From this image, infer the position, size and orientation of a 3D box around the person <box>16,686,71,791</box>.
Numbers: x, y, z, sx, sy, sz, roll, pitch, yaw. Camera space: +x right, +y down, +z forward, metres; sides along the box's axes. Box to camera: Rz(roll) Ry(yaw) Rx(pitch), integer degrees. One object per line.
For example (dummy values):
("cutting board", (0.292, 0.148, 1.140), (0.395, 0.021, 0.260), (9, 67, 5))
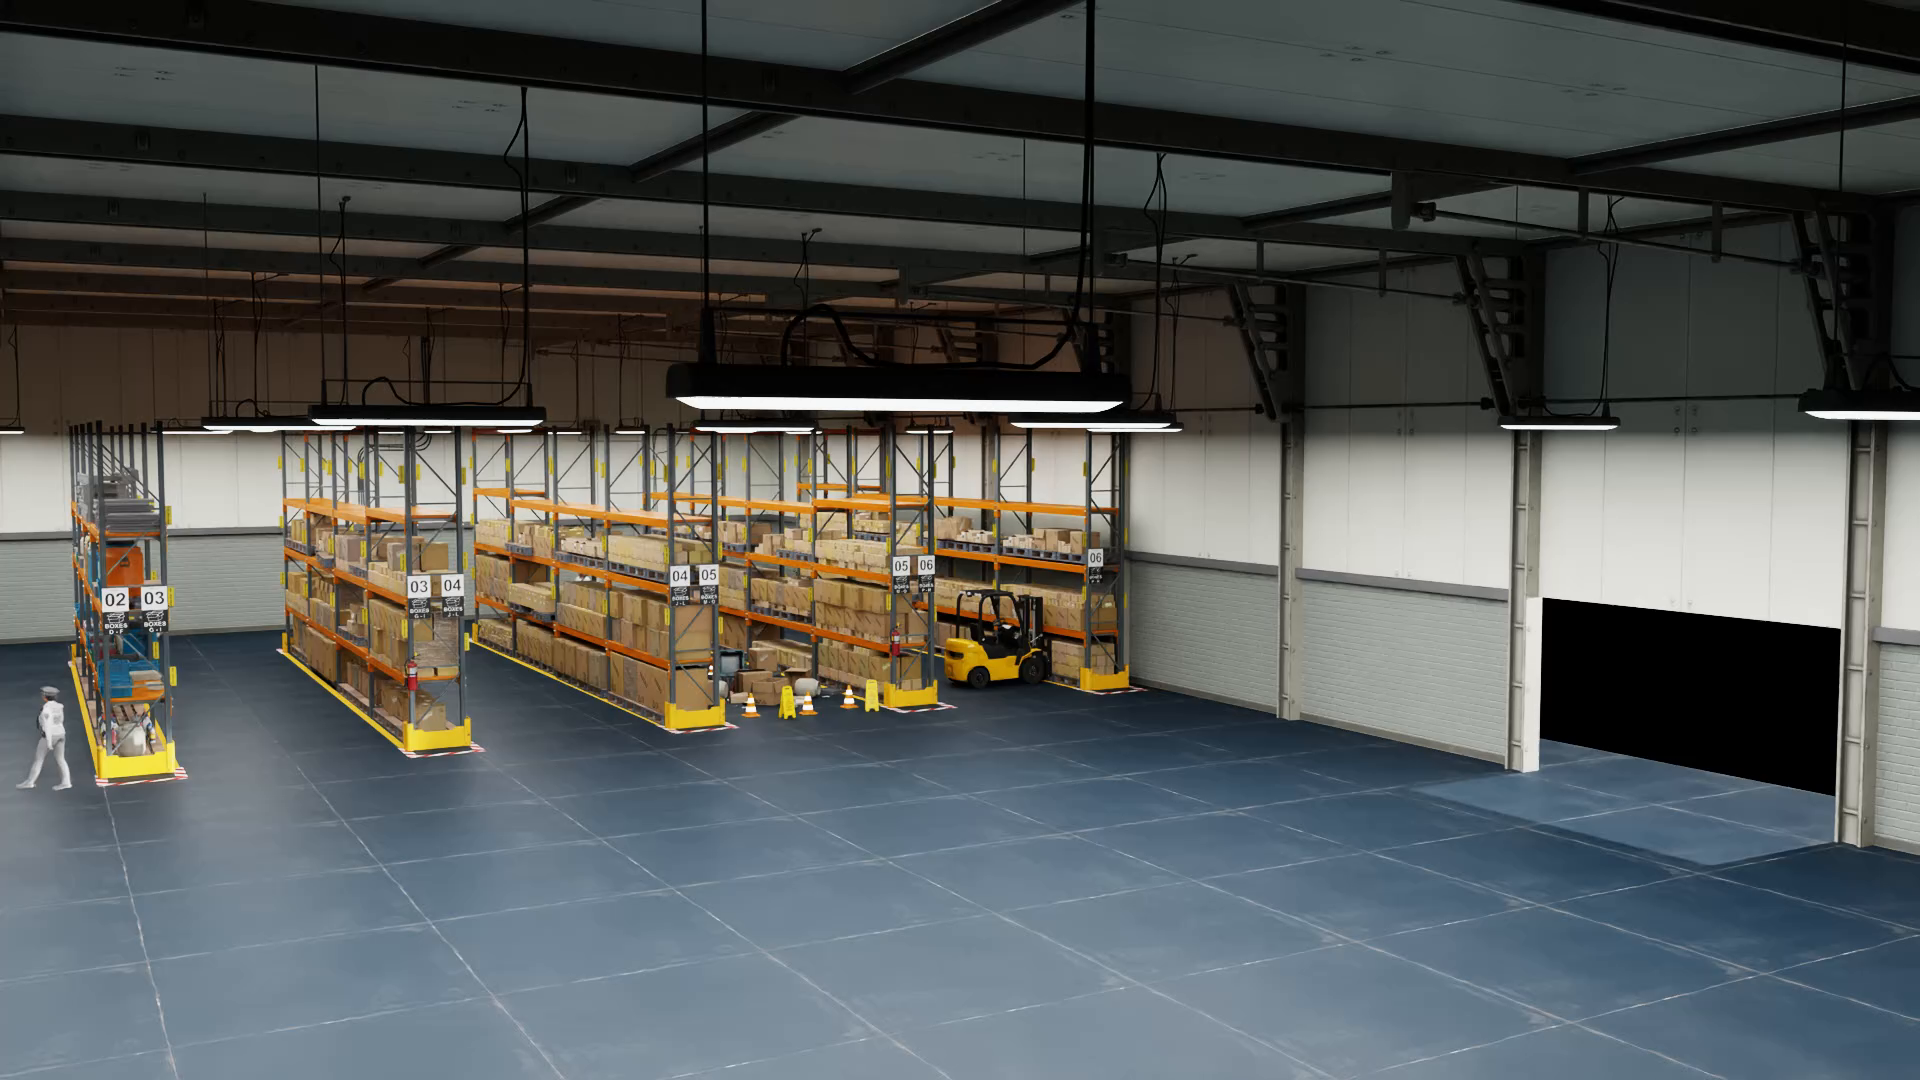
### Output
("person", (-14.850, 3.221, 27.014), (0.771, 1.676, 0.557), (1, 4, 10))

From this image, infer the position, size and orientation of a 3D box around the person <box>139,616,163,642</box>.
("person", (-19.776, 2.333, 40.656), (0.621, 1.731, 1.031), (-4, 5, -45))

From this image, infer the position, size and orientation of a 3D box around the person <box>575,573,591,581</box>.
("person", (-11.539, 1.691, 50.808), (0.575, 1.756, 0.562), (2, 4, 25))
